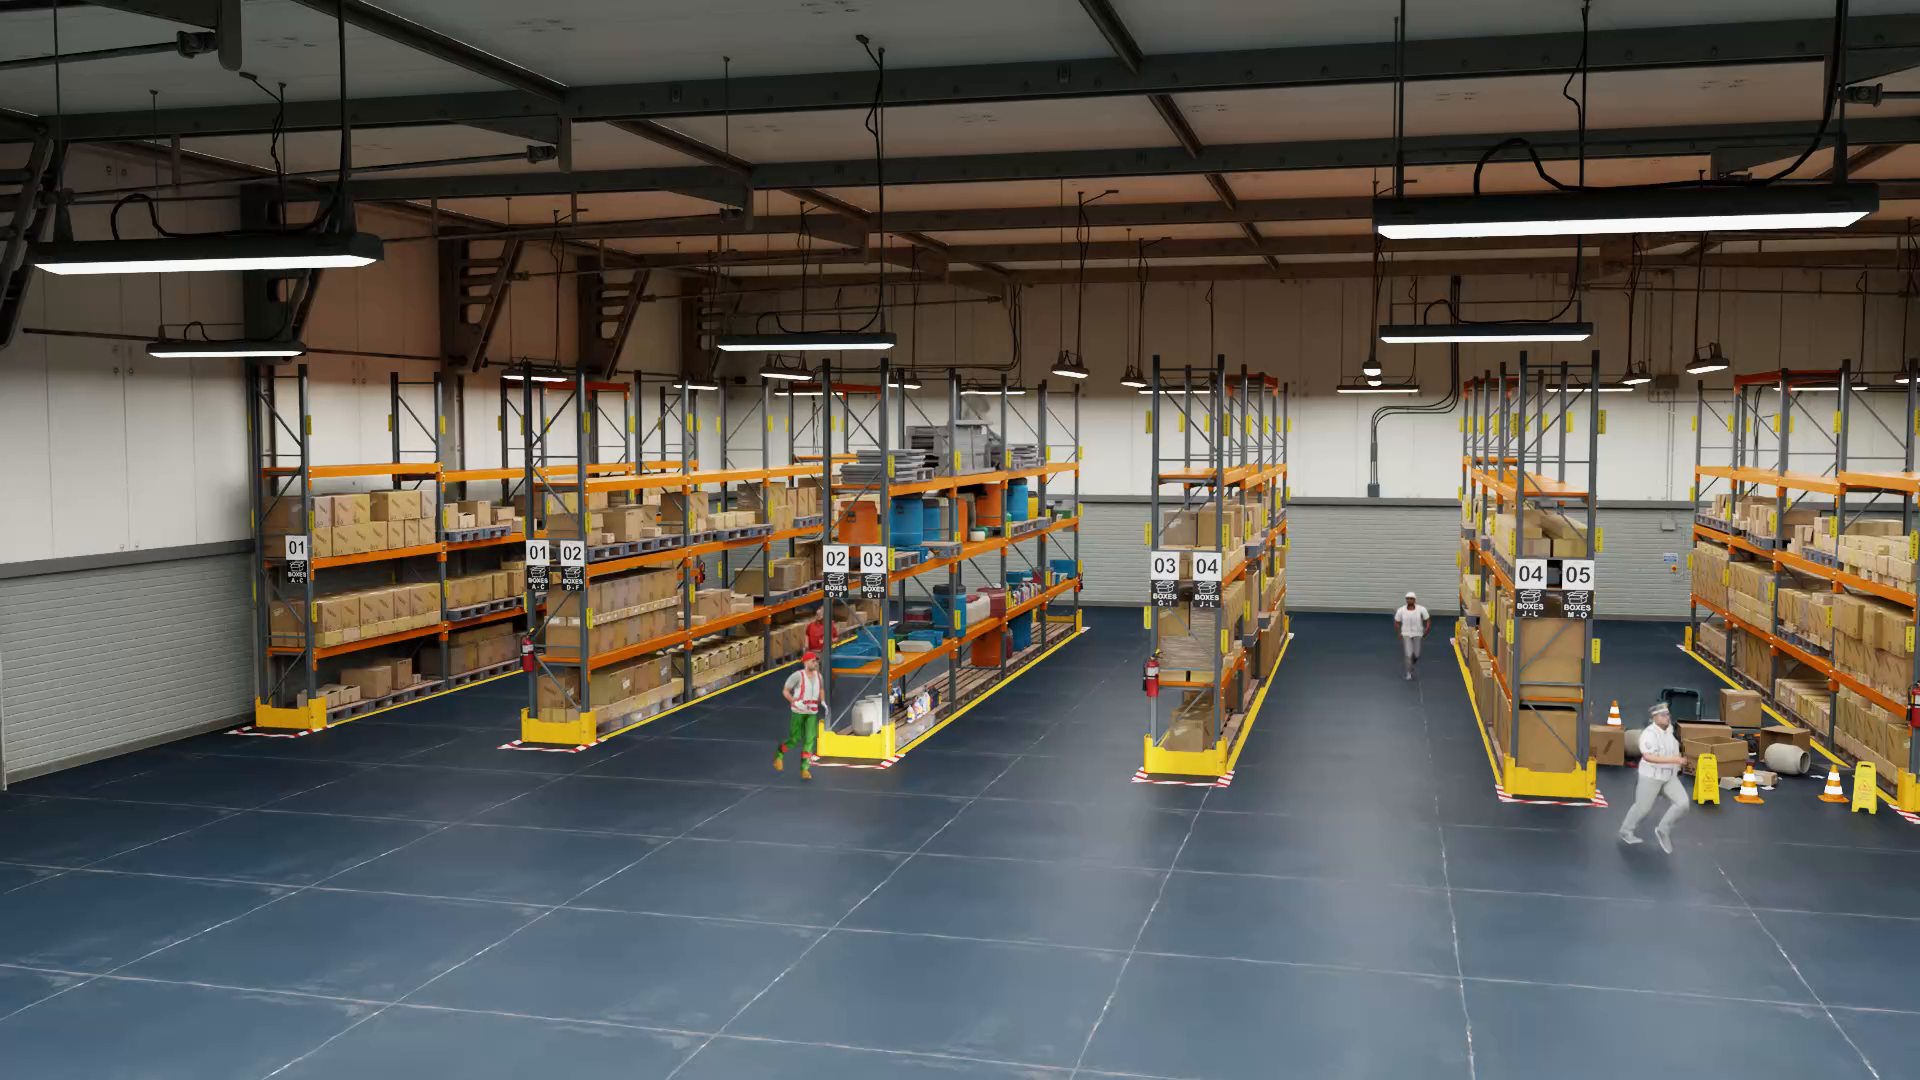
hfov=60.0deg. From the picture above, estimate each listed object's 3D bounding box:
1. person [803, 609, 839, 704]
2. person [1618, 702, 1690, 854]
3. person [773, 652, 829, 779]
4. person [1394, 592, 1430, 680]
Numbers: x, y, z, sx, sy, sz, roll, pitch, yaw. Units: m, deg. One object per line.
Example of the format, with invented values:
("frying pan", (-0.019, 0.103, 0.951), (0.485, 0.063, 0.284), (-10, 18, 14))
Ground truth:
("person", (-2.511, 2.083, 29.818), (0.673, 1.699, 0.884), (1, 4, 10))
("person", (8.201, 2.776, 19.508), (0.670, 1.794, 0.880), (-2, 4, -26))
("person", (-2.205, 2.473, 23.823), (0.723, 1.757, 0.865), (-3, 5, -37))
("person", (8.902, 1.887, 32.775), (0.698, 1.728, 0.546), (1, 4, 17))
